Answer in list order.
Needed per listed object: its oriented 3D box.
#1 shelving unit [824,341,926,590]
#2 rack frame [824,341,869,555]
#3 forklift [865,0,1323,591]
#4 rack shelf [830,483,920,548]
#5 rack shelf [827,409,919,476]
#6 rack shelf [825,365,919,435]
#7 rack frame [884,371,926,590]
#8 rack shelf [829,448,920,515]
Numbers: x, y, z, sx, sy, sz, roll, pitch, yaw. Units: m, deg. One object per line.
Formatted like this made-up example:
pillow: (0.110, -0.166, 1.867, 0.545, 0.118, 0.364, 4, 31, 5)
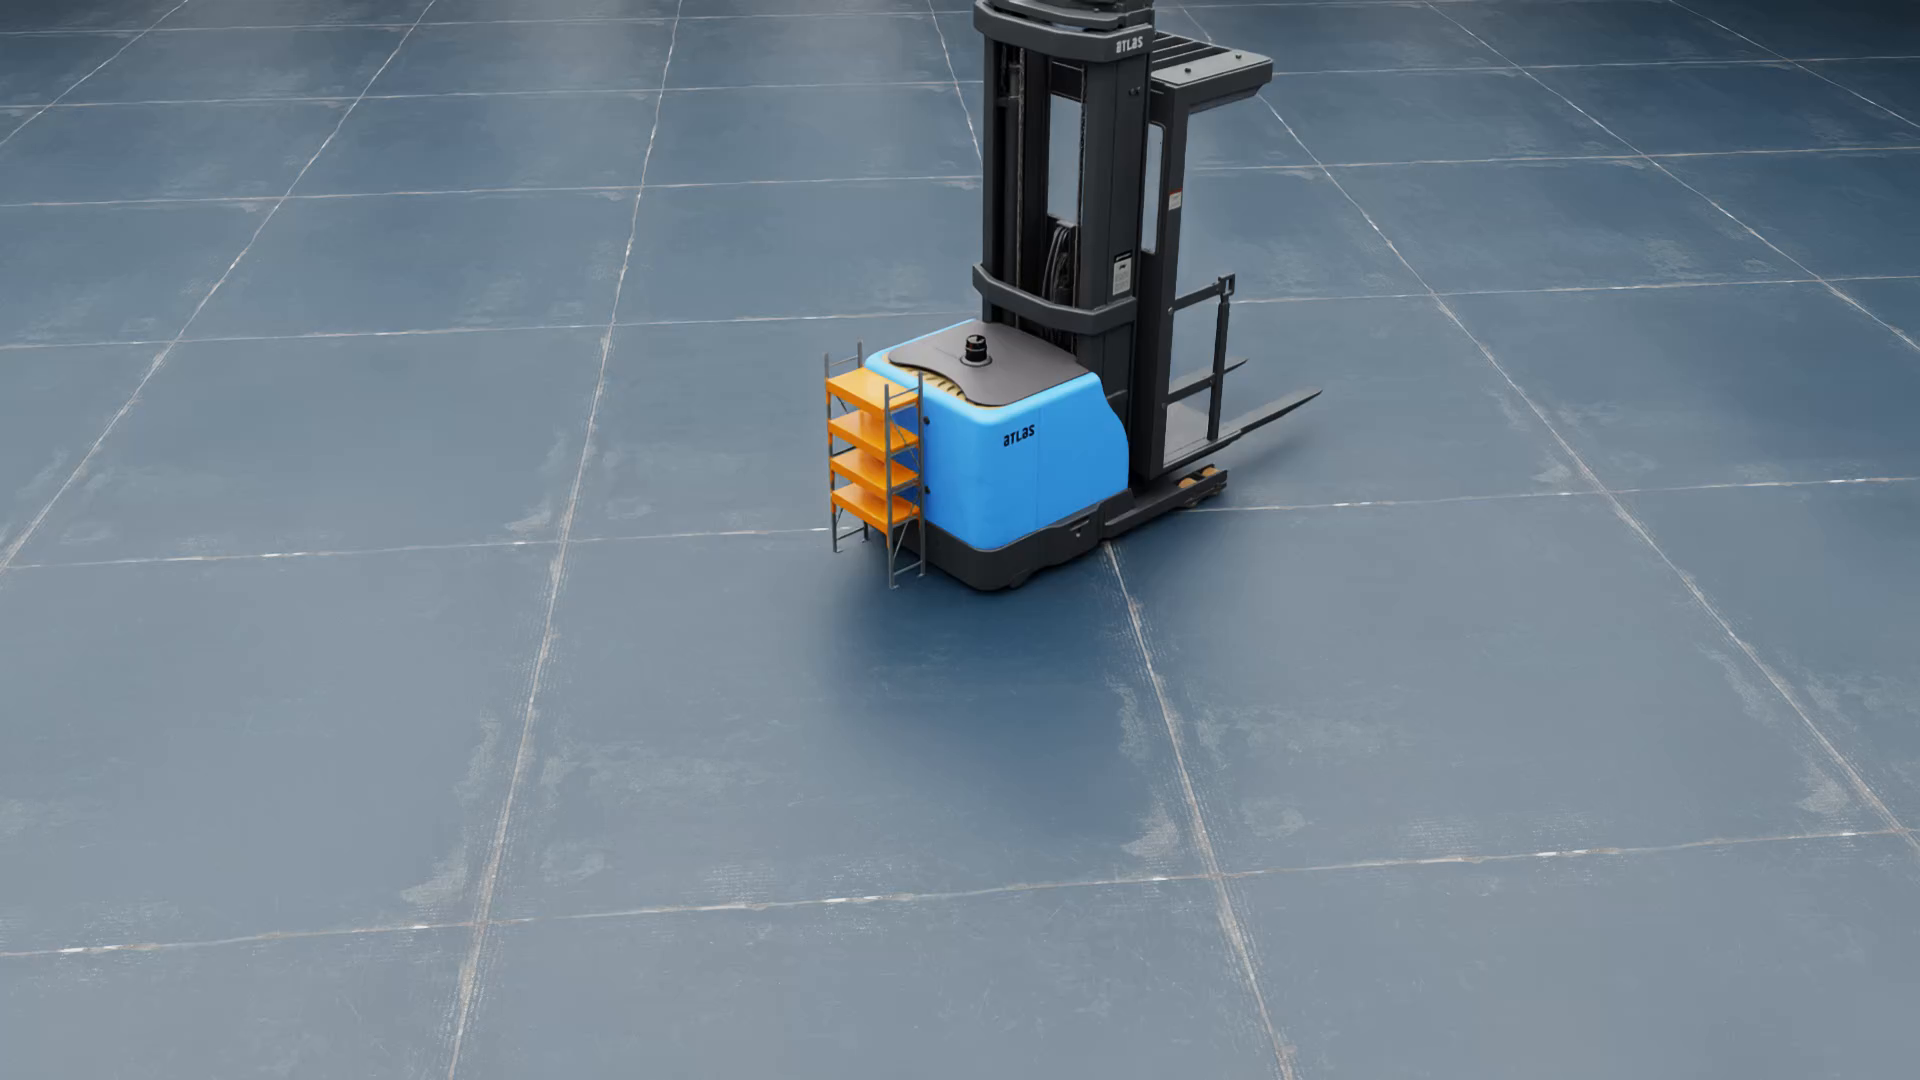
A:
shelving unit: (-0.442, -0.385, 8.724, 0.258, 1.200, 0.503, -24, 39, -35)
rack frame: (-0.604, -0.478, 8.881, 0.240, 1.200, 0.015, -24, 39, -35)
forklift: (0.919, -1.626, 9.113, 3.031, 2.935, 1.130, -24, 39, -35)
rack shelf: (-0.442, -0.156, 8.860, 0.258, 0.148, 0.480, -24, 39, -35)
rack shelf: (-0.442, -0.519, 8.643, 0.258, 0.148, 0.480, -24, 39, -35)
rack shelf: (-0.442, -0.722, 8.522, 0.258, 0.148, 0.480, -24, 39, -35)
rack frame: (-0.280, -0.291, 8.567, 0.240, 1.200, 0.015, -24, 39, -35)
rack shelf: (-0.442, -0.327, 8.758, 0.258, 0.148, 0.480, -24, 39, -35)
